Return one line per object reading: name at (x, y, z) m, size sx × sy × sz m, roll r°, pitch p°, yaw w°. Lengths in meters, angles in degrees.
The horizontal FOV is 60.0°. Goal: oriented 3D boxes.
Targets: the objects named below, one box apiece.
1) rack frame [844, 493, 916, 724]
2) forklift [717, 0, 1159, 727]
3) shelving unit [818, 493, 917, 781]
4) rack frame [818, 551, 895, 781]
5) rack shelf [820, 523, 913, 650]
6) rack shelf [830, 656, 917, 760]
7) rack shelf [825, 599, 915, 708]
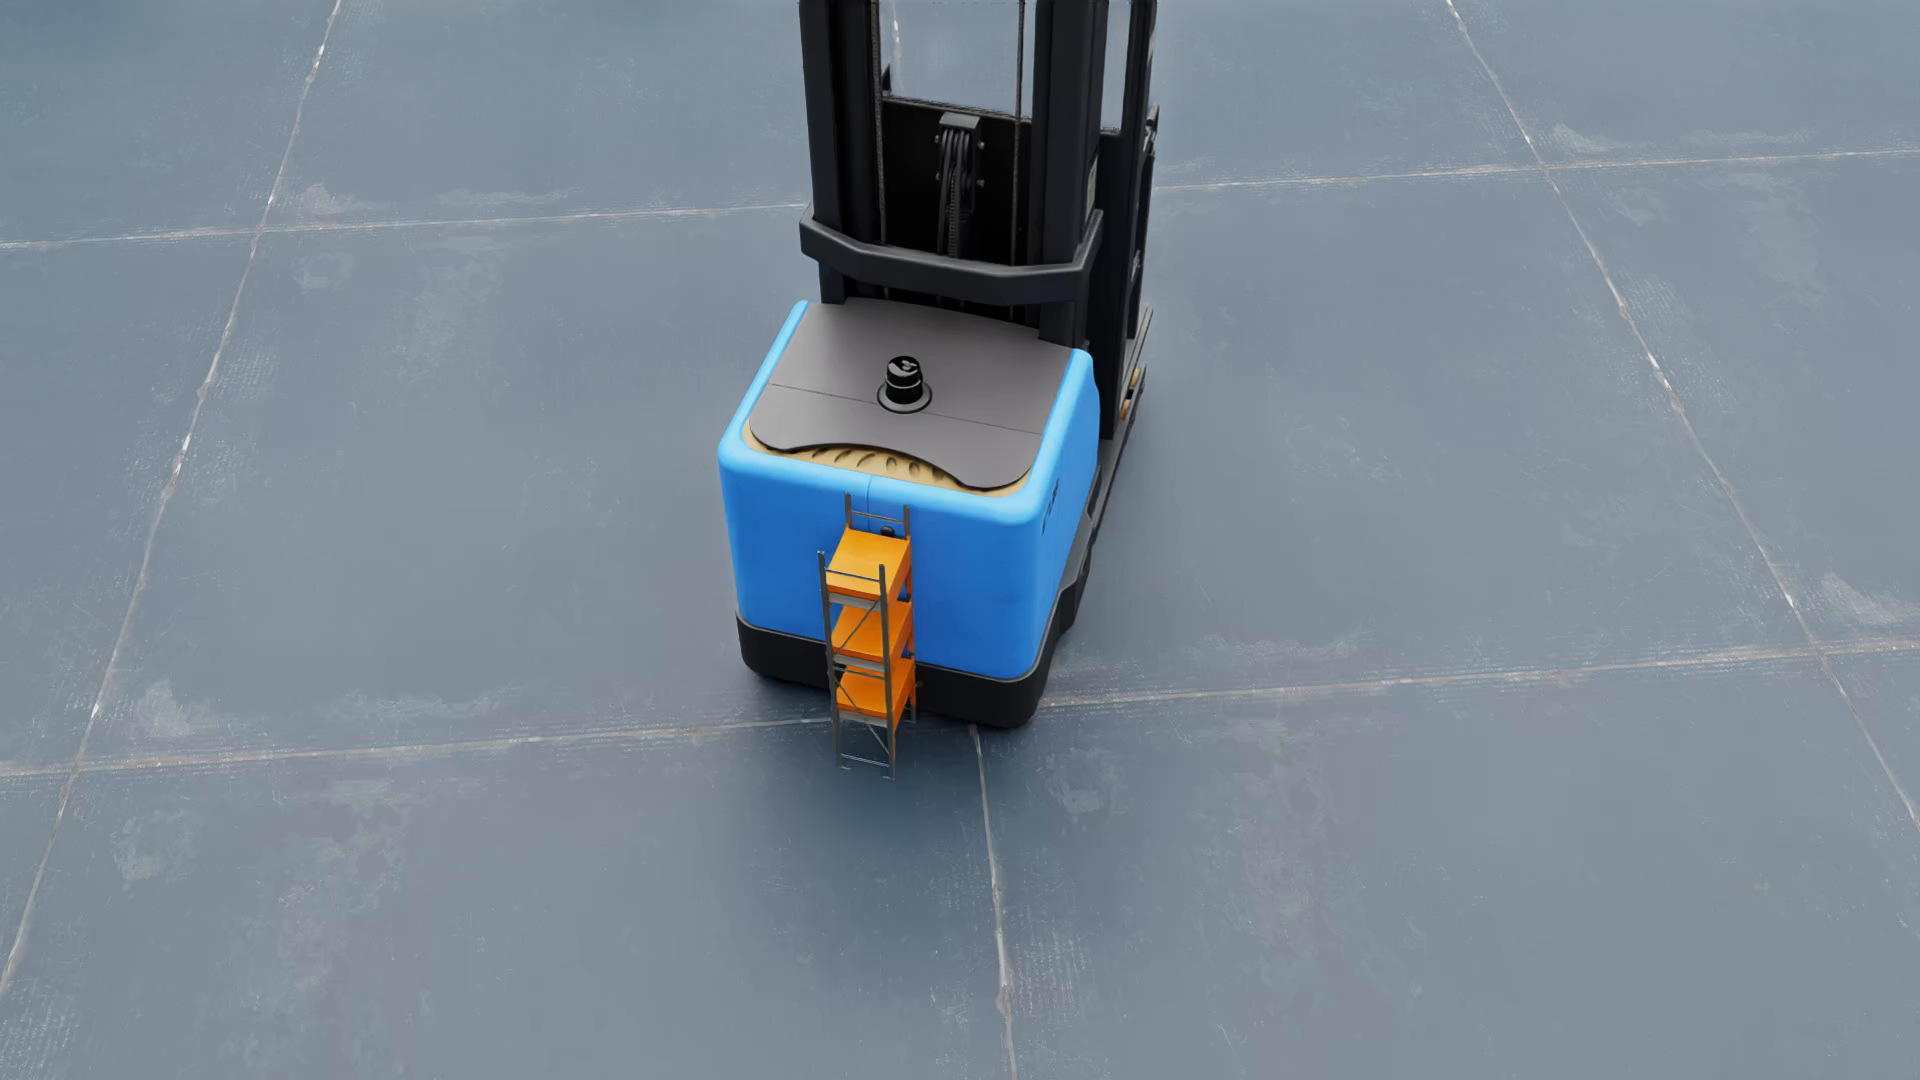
rack frame at (-0.246, 0.243, 5.297) m, size 0.200 × 1.050 × 0.008 m, roll 11°, pitch 48°, yaw 11°
forklift at (0.126, -1.476, 5.629) m, size 1.130 × 2.935 × 3.031 m, roll 11°, pitch 48°, yaw 11°
shelving unit at (-0.278, 0.329, 5.216) m, size 0.215 × 1.050 × 0.252 m, roll 11°, pitch 48°, yaw 11°
rack frame at (-0.311, 0.414, 5.135) m, size 0.200 × 1.050 × 0.008 m, roll 11°, pitch 48°, yaw 11°
rack shelf at (-0.278, 0.141, 5.017) m, size 0.215 × 0.259 × 0.240 m, roll 11°, pitch 48°, yaw 11°
rack shelf at (-0.278, 0.527, 5.425) m, size 0.215 × 0.259 × 0.240 m, roll 11°, pitch 48°, yaw 11°
rack shelf at (-0.278, 0.336, 5.223) m, size 0.215 × 0.259 × 0.240 m, roll 11°, pitch 48°, yaw 11°
